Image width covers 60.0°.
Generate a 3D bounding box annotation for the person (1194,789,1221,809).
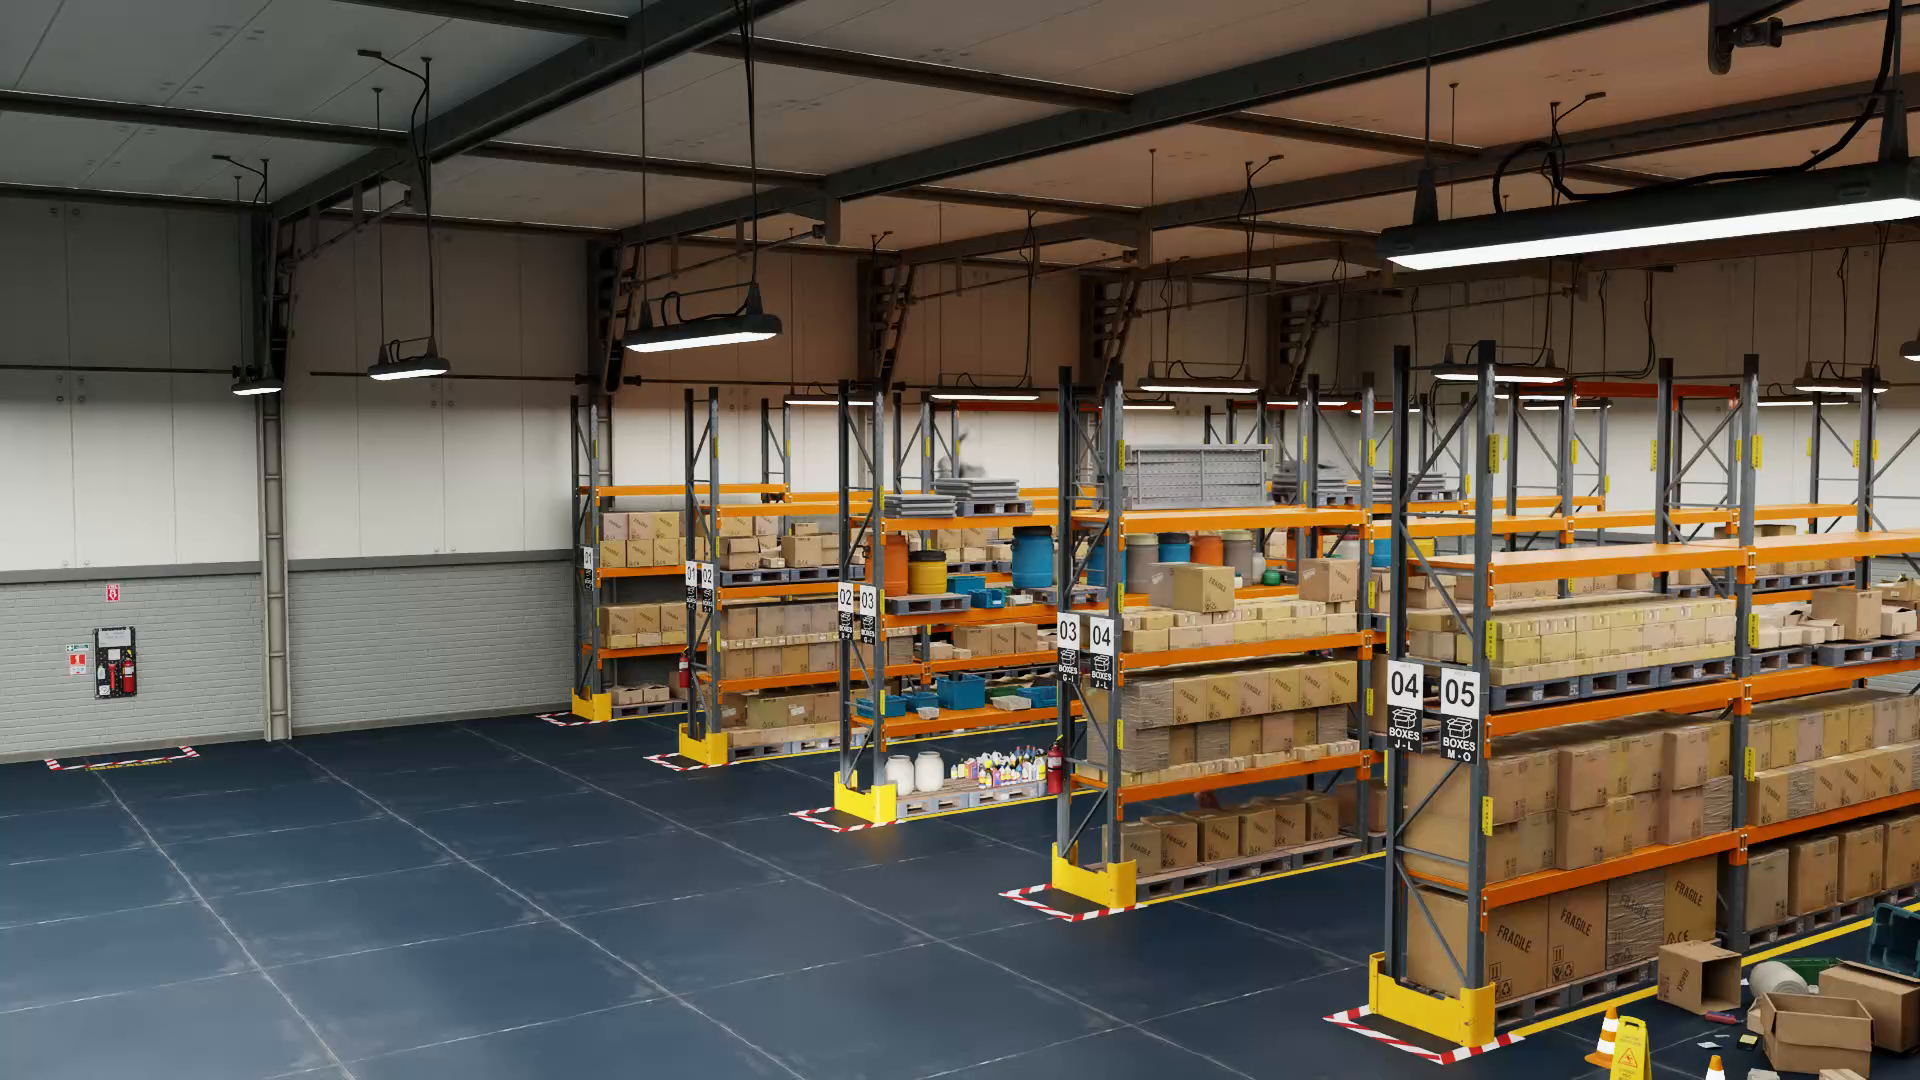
[{"bbox_3d":[3.242,3.075,21.794,0.711,1.613,0.556,-2,4,-35],"label":"person"}]
